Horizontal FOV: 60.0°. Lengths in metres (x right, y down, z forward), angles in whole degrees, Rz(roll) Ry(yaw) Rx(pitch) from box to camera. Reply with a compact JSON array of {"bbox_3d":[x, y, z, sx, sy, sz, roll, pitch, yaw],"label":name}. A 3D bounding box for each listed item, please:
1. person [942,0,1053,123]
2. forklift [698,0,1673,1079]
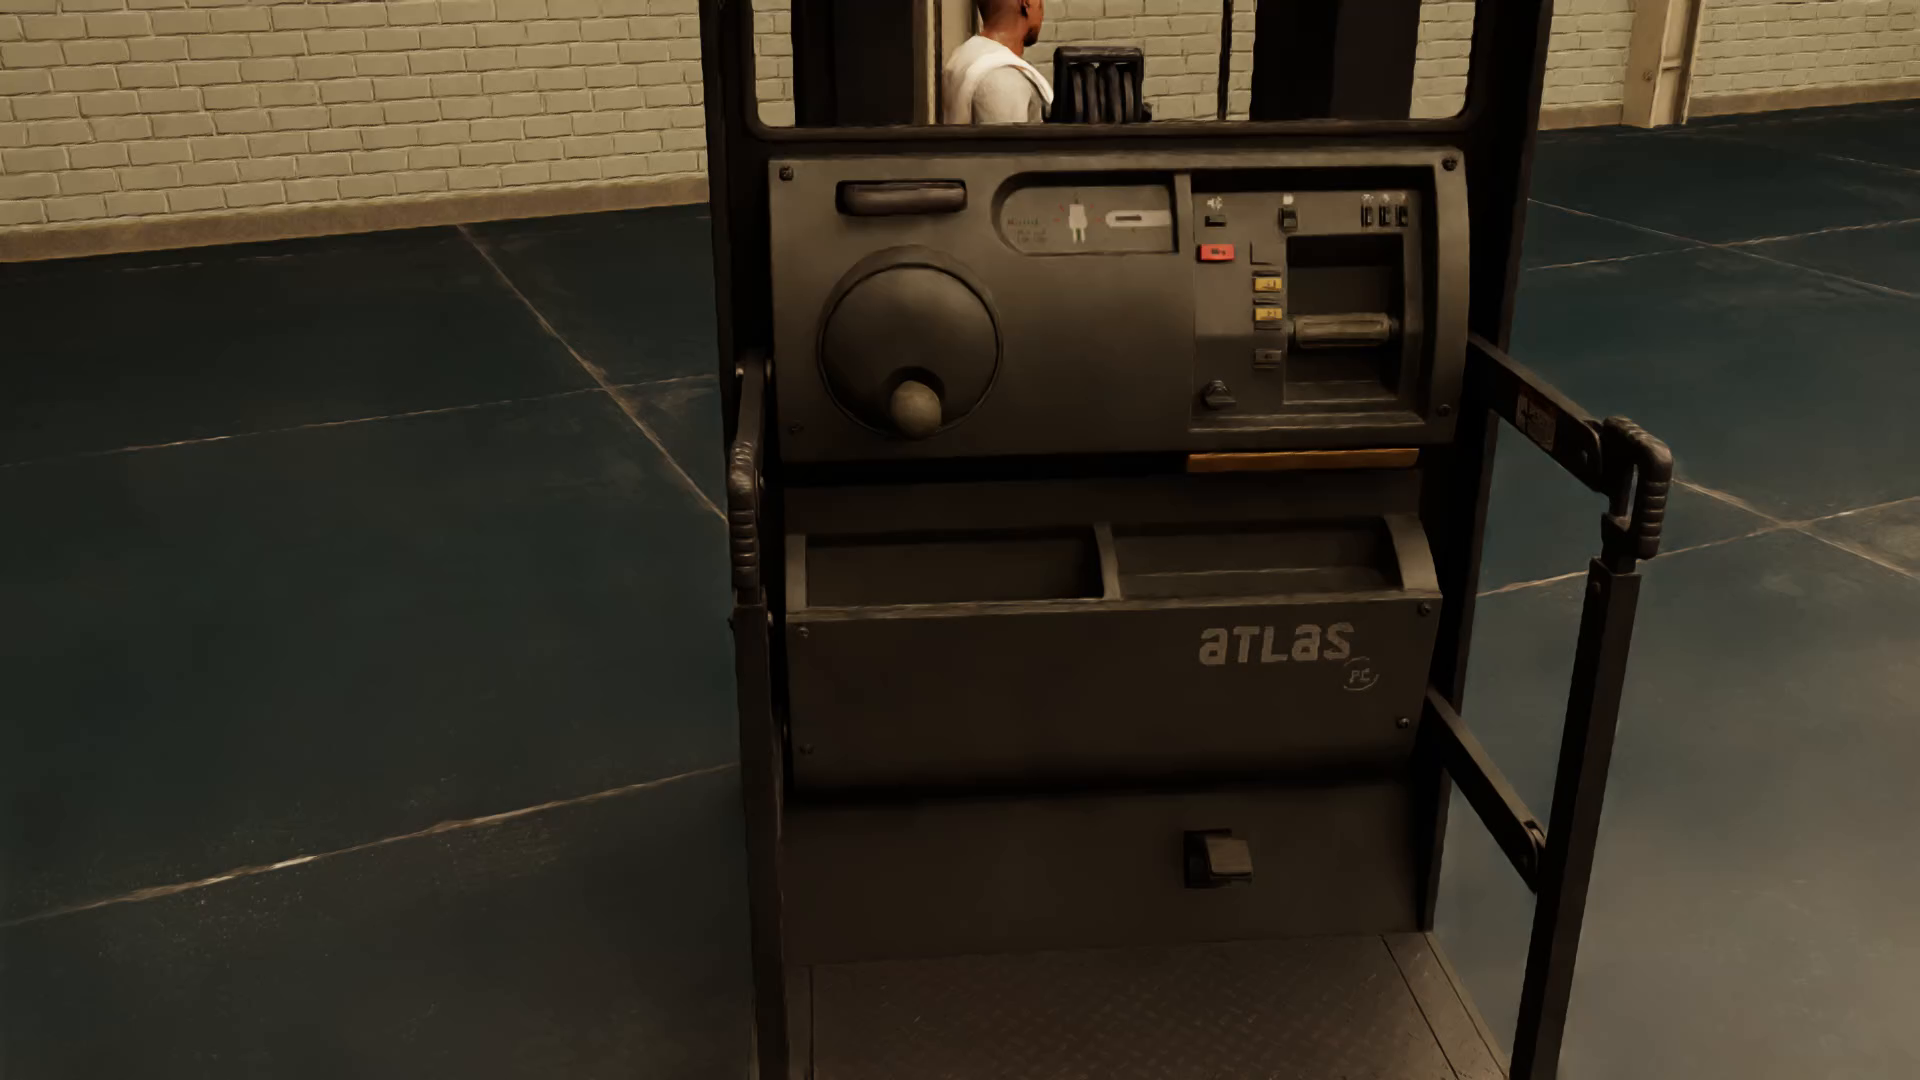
[{"bbox_3d":[0.141,-0.813,4.806,0.587,1.755,0.707,-6,23,-14],"label":"person"},{"bbox_3d":[0.237,-0.301,2.010,1.130,2.935,3.031,-2,23,-5],"label":"forklift"}]
